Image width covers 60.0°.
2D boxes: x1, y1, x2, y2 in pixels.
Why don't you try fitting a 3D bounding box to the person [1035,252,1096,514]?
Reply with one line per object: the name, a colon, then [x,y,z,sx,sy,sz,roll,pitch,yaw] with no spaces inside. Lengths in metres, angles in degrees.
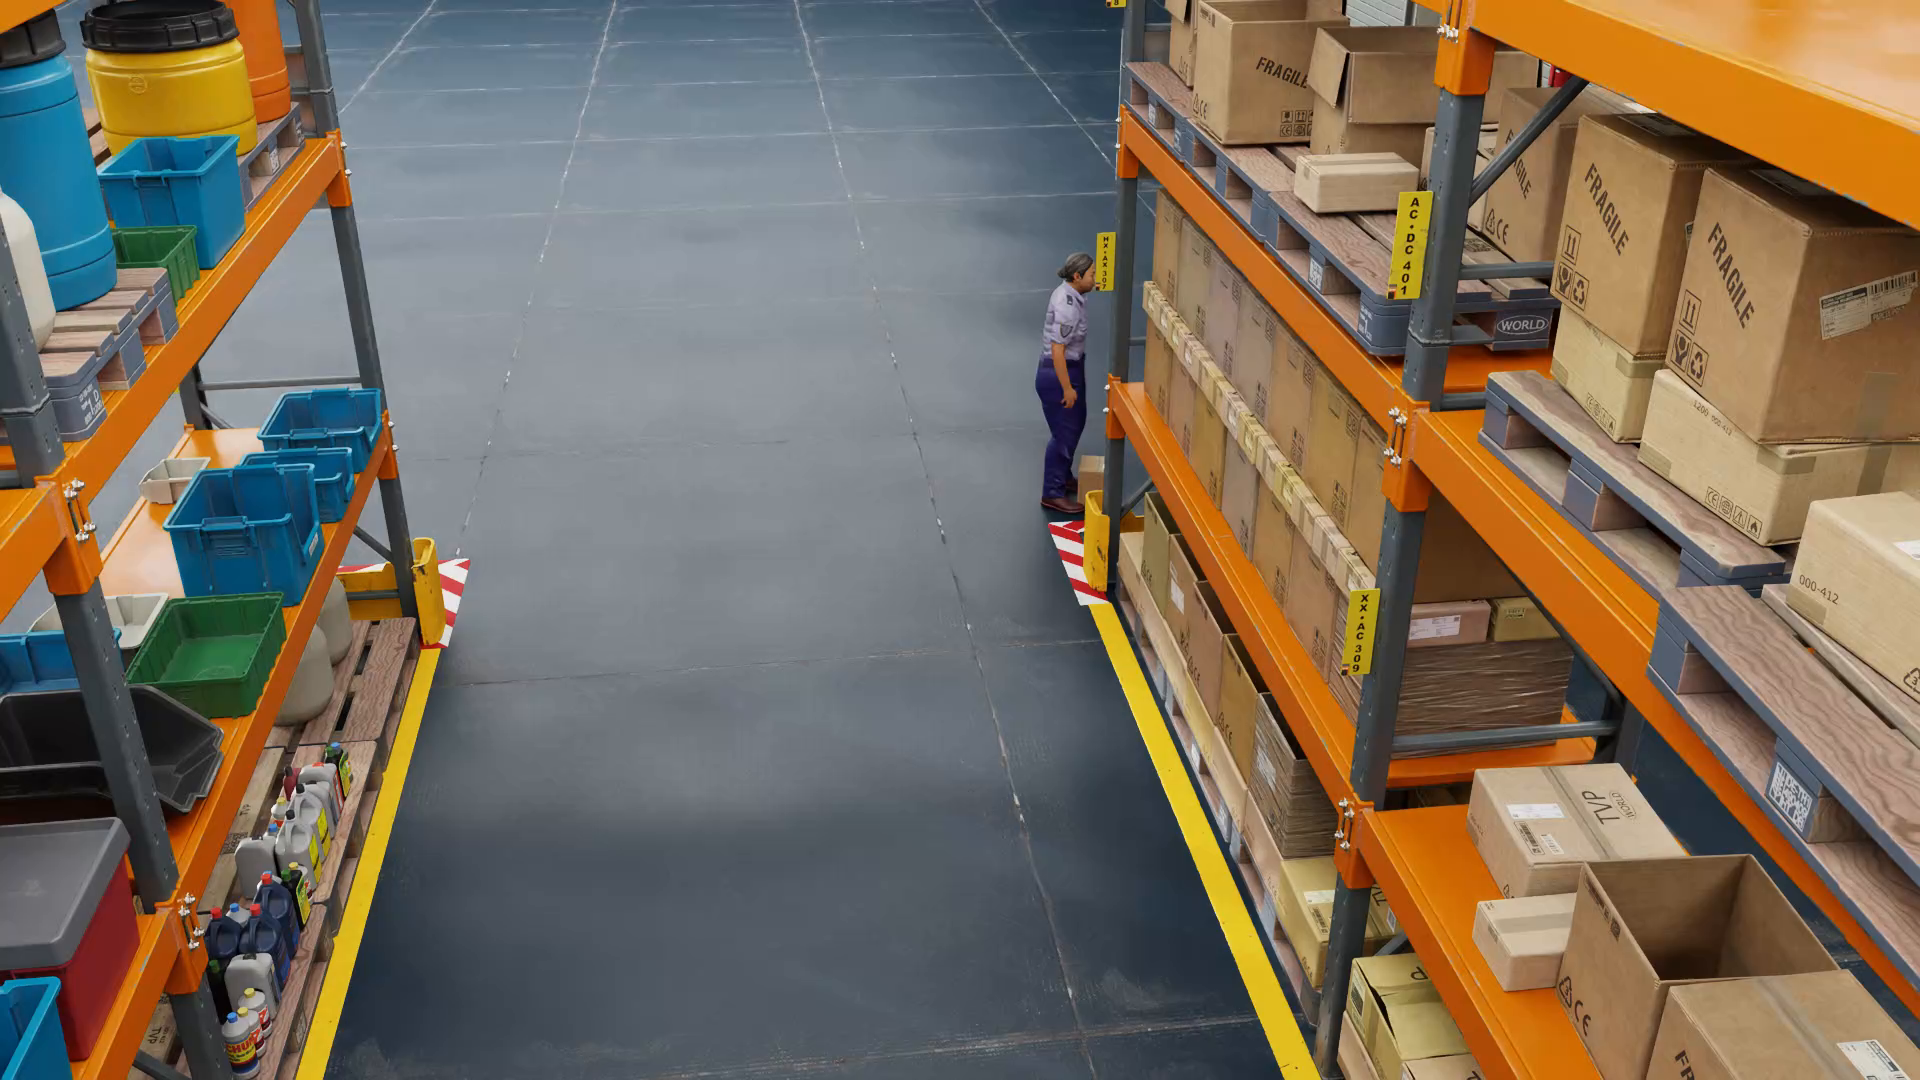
person: [0.674,-1.030,10.620,0.368,1.652,0.564,4,28,8]
